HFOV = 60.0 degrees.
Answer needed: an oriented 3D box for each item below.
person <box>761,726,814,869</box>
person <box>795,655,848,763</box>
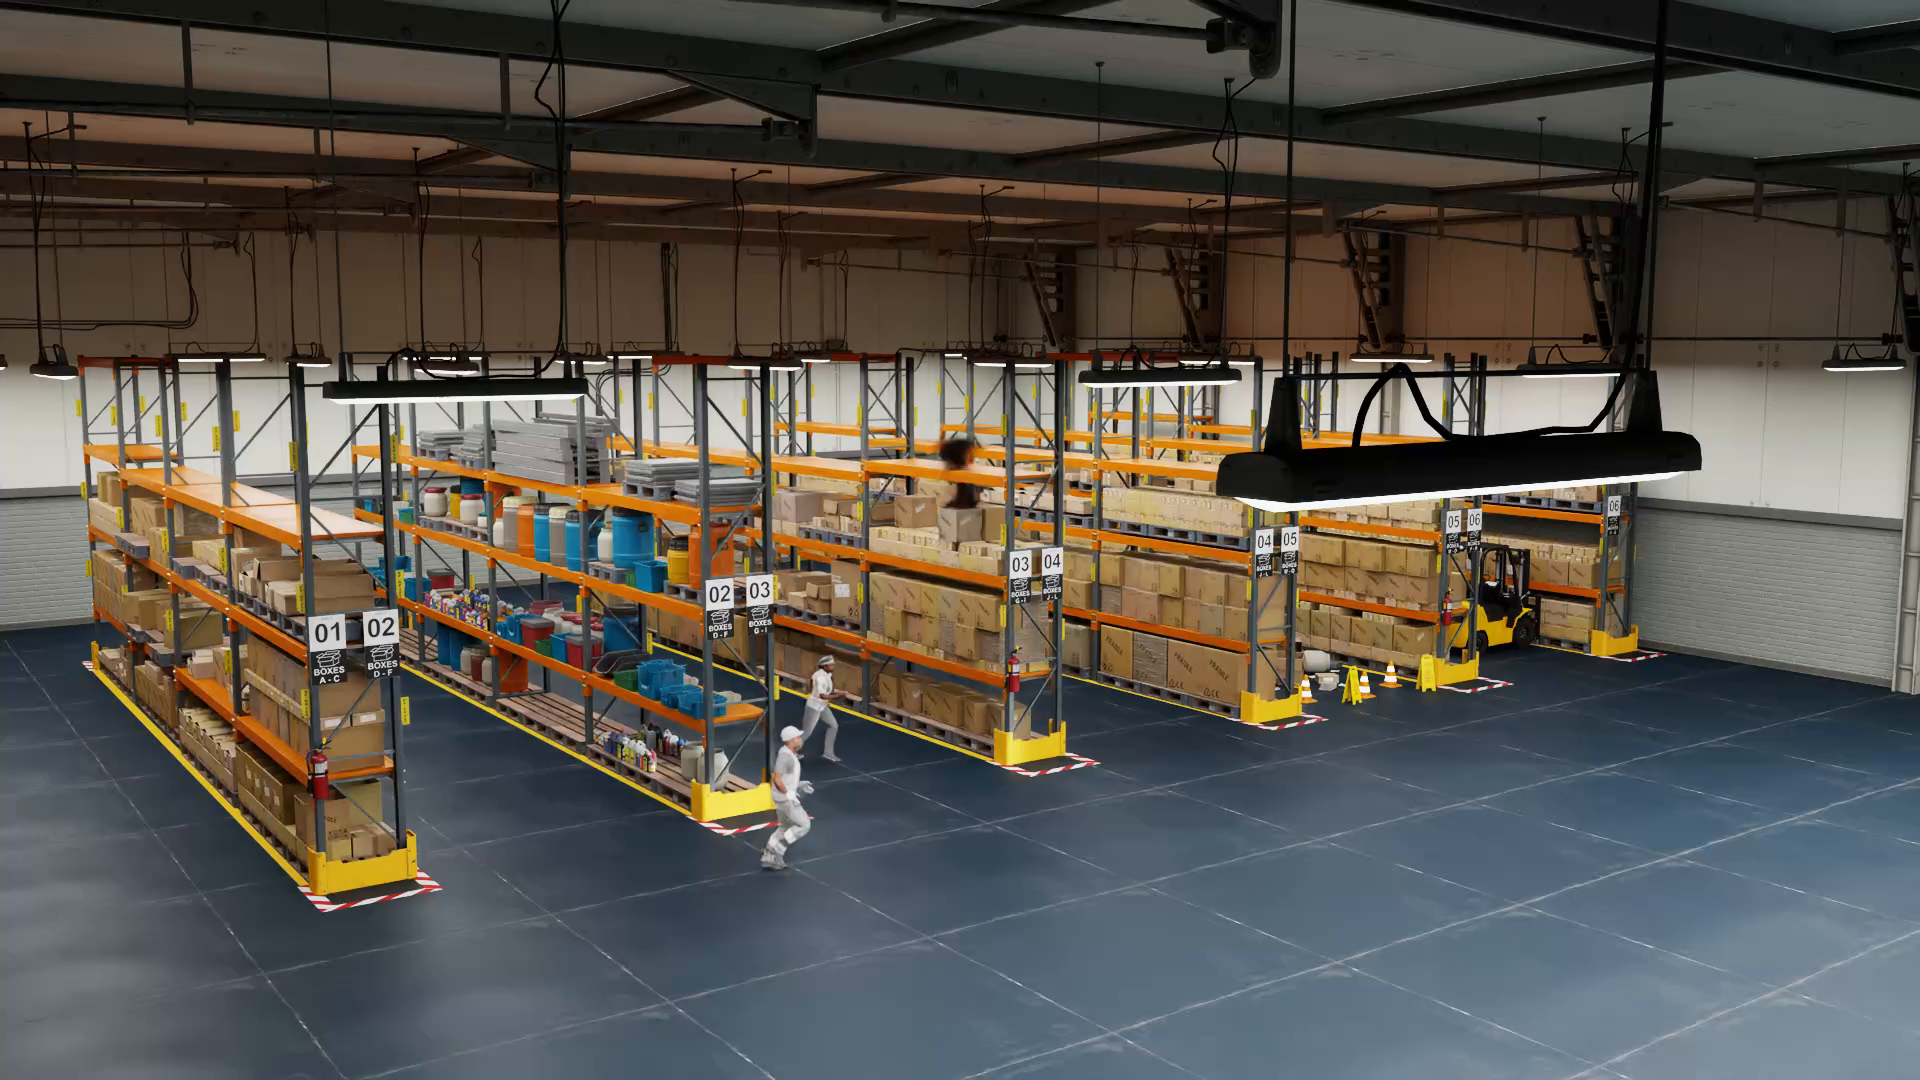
[{"bbox_3d":[-2.060,3.072,19.817,0.649,1.729,0.623,-1,7,-6],"label":"person"},{"bbox_3d":[-2.128,2.521,24.796,0.955,1.668,0.588,1,7,9],"label":"person"}]
